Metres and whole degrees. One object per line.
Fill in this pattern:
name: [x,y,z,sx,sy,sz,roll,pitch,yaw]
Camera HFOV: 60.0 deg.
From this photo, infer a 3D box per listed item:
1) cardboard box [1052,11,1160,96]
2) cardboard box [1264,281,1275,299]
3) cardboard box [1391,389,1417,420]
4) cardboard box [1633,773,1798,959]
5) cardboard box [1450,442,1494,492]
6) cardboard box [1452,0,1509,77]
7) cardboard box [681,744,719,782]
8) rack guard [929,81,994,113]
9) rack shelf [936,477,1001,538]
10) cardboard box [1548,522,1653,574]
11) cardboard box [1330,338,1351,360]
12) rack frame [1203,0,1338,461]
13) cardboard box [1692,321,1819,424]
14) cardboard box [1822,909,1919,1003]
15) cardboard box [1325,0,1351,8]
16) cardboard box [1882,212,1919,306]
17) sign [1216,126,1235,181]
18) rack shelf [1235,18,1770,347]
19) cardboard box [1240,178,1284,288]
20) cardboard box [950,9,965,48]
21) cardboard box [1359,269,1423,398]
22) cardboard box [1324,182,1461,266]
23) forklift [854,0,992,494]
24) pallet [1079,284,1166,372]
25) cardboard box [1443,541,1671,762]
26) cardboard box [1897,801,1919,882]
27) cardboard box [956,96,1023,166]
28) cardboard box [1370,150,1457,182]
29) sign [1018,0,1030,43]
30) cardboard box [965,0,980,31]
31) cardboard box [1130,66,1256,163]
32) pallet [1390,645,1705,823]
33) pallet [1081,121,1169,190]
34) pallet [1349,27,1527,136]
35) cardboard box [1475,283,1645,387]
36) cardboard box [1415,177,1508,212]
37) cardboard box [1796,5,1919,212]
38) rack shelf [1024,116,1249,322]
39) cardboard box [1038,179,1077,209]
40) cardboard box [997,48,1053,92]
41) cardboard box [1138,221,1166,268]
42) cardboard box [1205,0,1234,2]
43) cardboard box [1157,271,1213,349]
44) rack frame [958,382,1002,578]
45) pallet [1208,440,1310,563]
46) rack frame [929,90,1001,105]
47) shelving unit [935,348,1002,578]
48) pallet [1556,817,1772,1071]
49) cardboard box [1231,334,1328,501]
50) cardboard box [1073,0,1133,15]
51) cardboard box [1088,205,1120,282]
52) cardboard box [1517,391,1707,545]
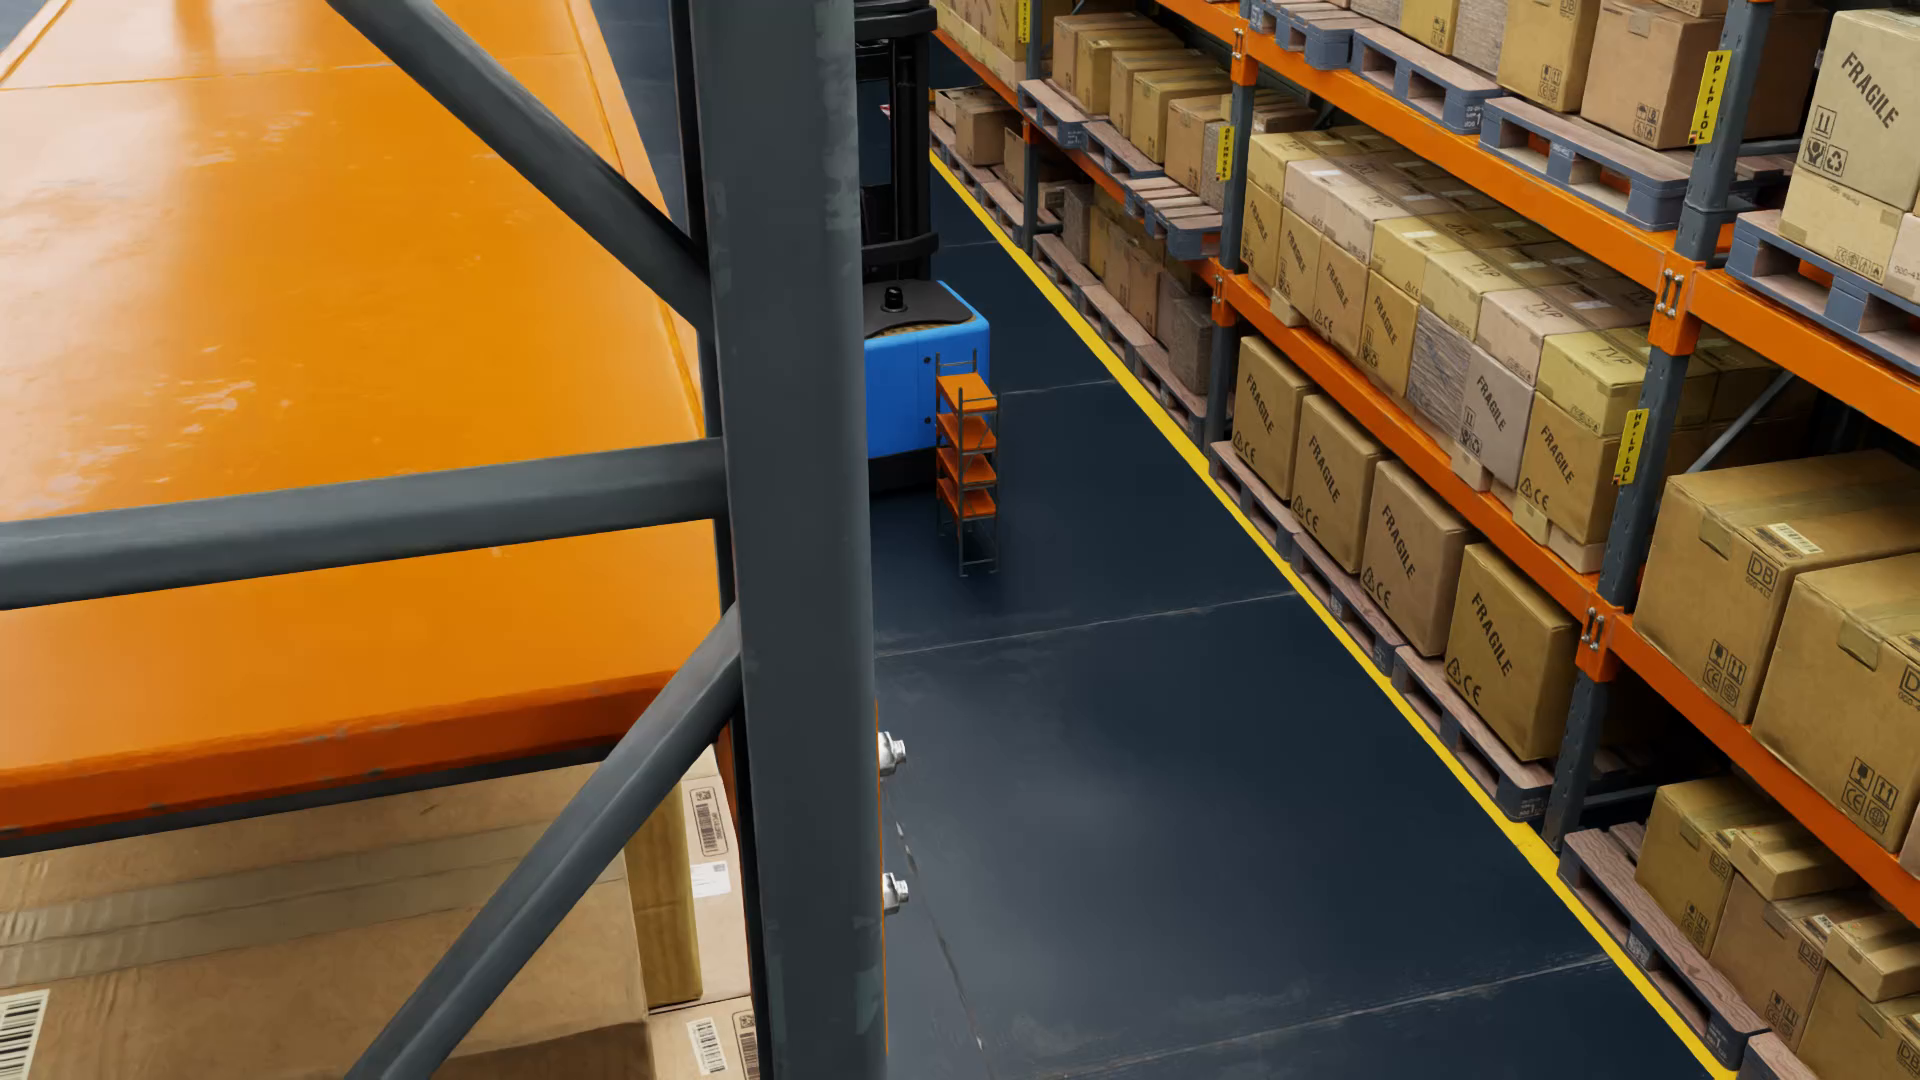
cardboard box: [1.139,-3.821,13.049,0.700,0.500,0.500,-8,31,-13]
cardboard box: [2.021,-1.493,9.797,0.380,0.149,0.250,-7,31,-13]
cardboard box: [2.443,-0.749,8.511,0.380,0.149,0.250,-7,31,-12]
cardboard box: [3.260,1.301,6.815,0.700,0.500,0.500,-7,31,-13]
cardboard box: [2.556,-0.369,7.855,0.380,0.149,0.250,-8,31,-13]
cardboard box: [2.751,-2.456,7.697,0.700,0.500,0.500,-8,31,-13]
cardboard box: [-0.703,0.403,2.947,0.500,0.250,0.500,-8,31,-13]
rack guard: [-0.005,-4.651,17.518,1.175,0.500,0.348,-8,31,-13]
rack shelf: [0.044,-0.209,9.676,0.258,0.148,0.480,-8,31,-13]
cardboard box: [2.798,0.001,7.217,0.380,0.149,0.250,-8,31,-13]
cardboard box: [2.273,-1.124,9.160,0.380,0.149,0.250,-7,31,-12]
rack frame: [2.099,-1.906,10.279,1.000,3.000,0.127,-8,31,-13]
cardboard box: [3.289,-0.736,7.093,0.500,0.250,0.500,-7,31,-12]
cardboard box: [3.314,1.462,5.889,0.380,0.149,0.250,-9,31,-15]
cardboard box: [2.280,-3.216,9.009,0.700,0.500,0.500,-10,32,-17]
cardboard box: [3.211,-0.815,5.032,0.500,0.250,0.500,-9,31,-14]
sign: [1.578,-2.296,9.877,0.100,0.325,0.005,-8,31,-13]
rack shelf: [2.629,-1.927,8.039,1.077,0.370,4.000,-8,31,-13]
cardboard box: [1.981,-1.818,9.711,0.500,0.500,0.500,-7,31,-12]
cardboard box: [0.212,-4.695,15.229,0.500,0.250,0.500,-8,31,-13]
cardboard box: [2.387,-1.073,8.425,0.500,0.500,0.500,-7,31,-12]
cardboard box: [2.250,-1.657,8.684,0.500,0.250,0.500,-8,31,-13]
forklift: [-0.846,-2.256,10.954,1.130,2.935,3.031,-12,32,-20]
pallet: [1.572,-1.665,12.646,1.003,0.211,1.213,-8,31,-13]
cardboard box: [2.862,0.478,7.888,0.750,0.750,0.750,-7,31,-13]
cardboard box: [3.680,0.864,5.195,0.980,0.700,0.700,-9,31,-16]
cardboard box: [0.370,-3.896,15.774,0.700,0.500,0.500,-10,31,-16]
cardboard box: [2.603,-1.976,9.235,0.500,0.250,0.500,-9,31,-15]
sign: [0.516,-4.137,13.269,0.100,0.325,0.005,-8,31,-13]
cardboard box: [0.352,-4.778,14.623,0.500,0.500,0.500,-9,31,-15]
cardboard box: [1.612,-2.964,11.569,0.700,0.500,0.500,-8,31,-13]
pallet: [2.883,0.870,8.267,1.003,0.211,1.213,-8,31,-13]
pallet: [1.534,-2.773,11.970,1.003,0.211,1.213,-8,31,-13]
pallet: [2.620,-2.279,8.118,1.003,0.211,1.213,-6,31,-11]
cardboard box: [2.663,-0.919,7.409,0.500,0.250,0.500,-7,31,-12]
cardboard box: [2.736,-1.728,8.806,0.500,0.250,0.500,-9,31,-15]
cardboard box: [3.079,-1.375,5.250,0.500,0.500,0.500,-8,31,-14]
rack shelf: [1.568,-2.560,12.129,1.077,0.370,4.000,-8,31,-13]
cardboard box: [0.866,-3.056,14.656,0.380,0.166,0.250,-12,32,-20]
cardboard box: [0.619,-3.970,13.975,0.500,0.250,0.500,-8,31,-13]
cardboard box: [1.625,-2.211,12.114,0.500,0.250,0.500,-8,31,-14]
cardboard box: [1.647,-3.486,10.084,0.500,0.311,0.500,-8,31,-13]
cardboard box: [1.833,-1.619,11.841,0.700,0.500,0.500,-8,31,-13]
rack frame: [0.109,-0.321,9.339,0.240,1.200,0.015,-8,31,-13]
pallet: [2.235,-0.308,10.303,1.003,0.211,1.213,-8,31,-13]
rack frame: [-0.025,-5.770,16.955,1.000,3.000,0.127,-8,31,-13]
shelving unit: [0.044,-0.439,9.542,0.258,1.200,0.503,-8,31,-13]
pallet: [3.287,1.611,6.988,1.003,0.211,1.213,-8,31,-13]
cardboard box: [2.167,-0.785,10.069,0.750,0.750,0.750,-8,31,-14]
cardboard box: [1.114,-4.361,13.902,0.500,0.500,0.500,-9,31,-14]
cardboard box: [1.434,-2.350,13.103,0.700,0.500,0.500,-8,31,-14]
cardboard box: [2.795,-0.344,7.164,0.500,0.500,0.500,-8,31,-14]
